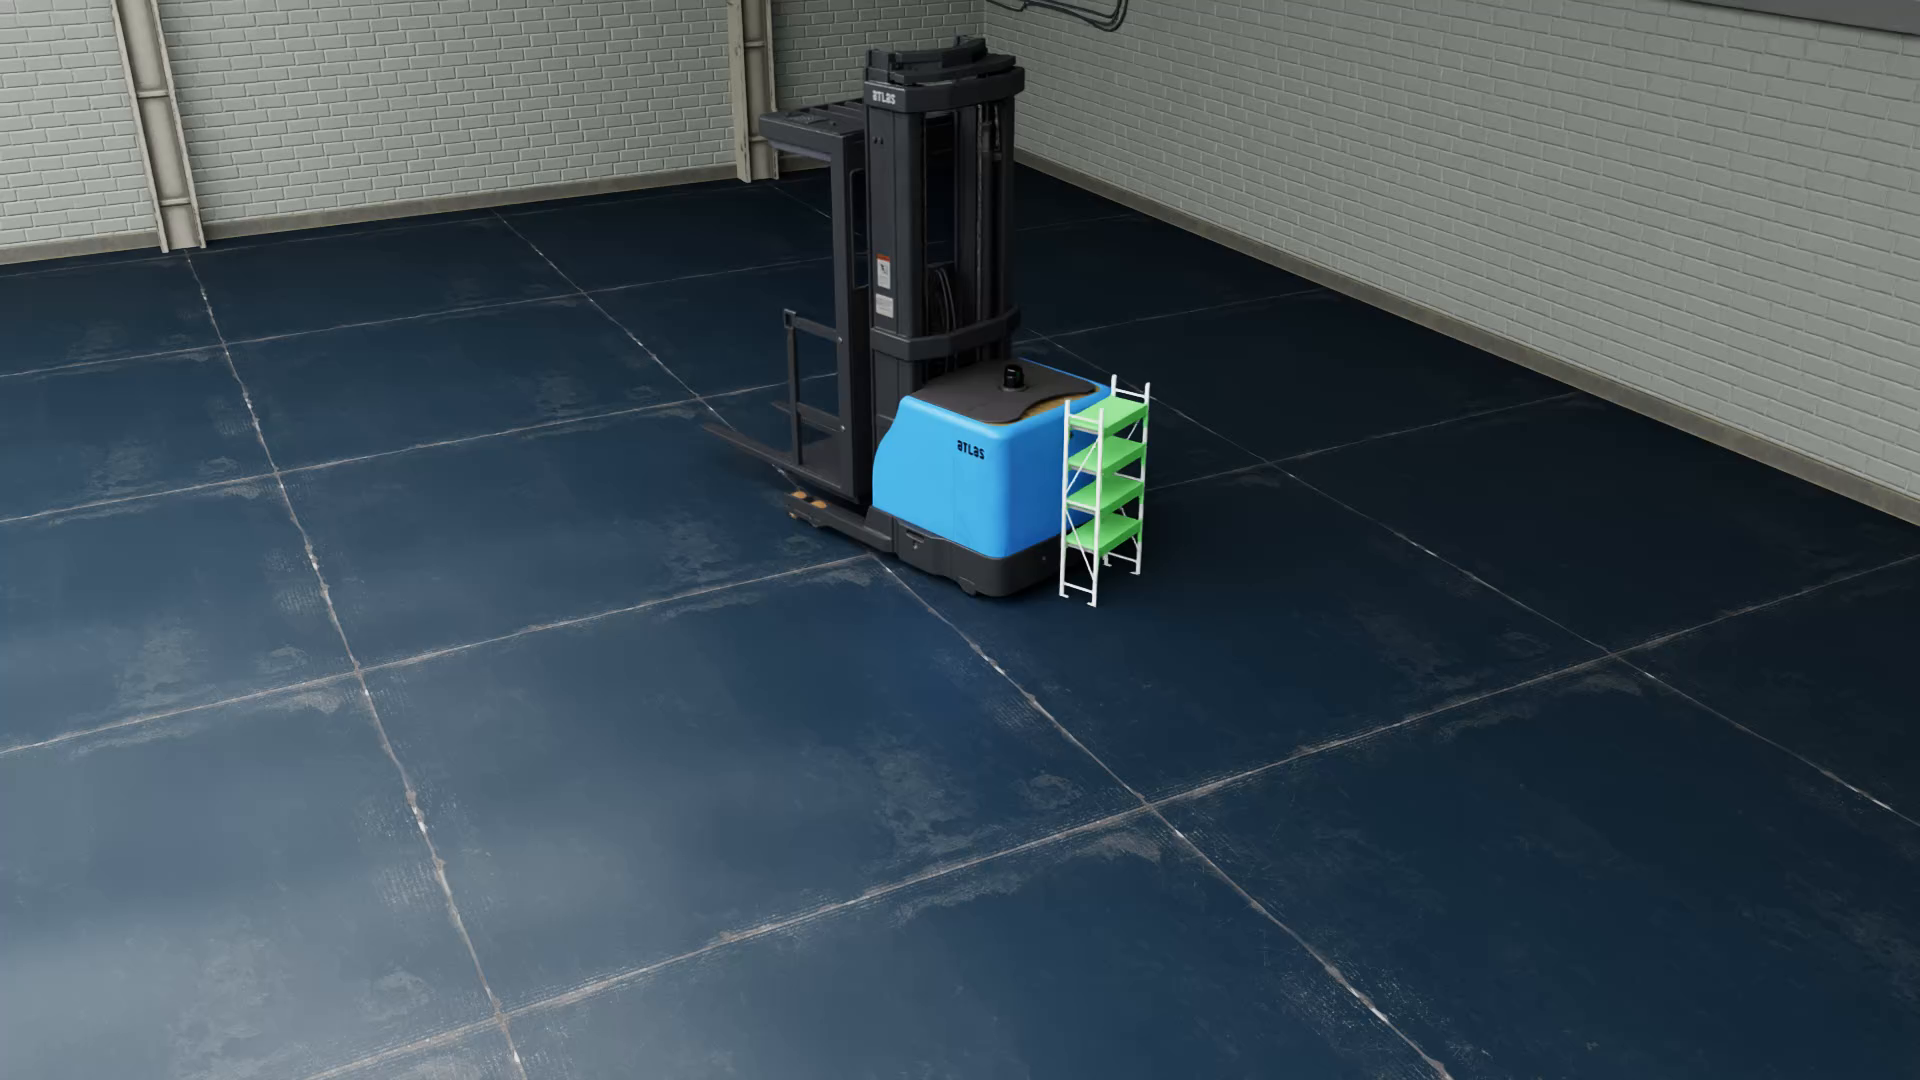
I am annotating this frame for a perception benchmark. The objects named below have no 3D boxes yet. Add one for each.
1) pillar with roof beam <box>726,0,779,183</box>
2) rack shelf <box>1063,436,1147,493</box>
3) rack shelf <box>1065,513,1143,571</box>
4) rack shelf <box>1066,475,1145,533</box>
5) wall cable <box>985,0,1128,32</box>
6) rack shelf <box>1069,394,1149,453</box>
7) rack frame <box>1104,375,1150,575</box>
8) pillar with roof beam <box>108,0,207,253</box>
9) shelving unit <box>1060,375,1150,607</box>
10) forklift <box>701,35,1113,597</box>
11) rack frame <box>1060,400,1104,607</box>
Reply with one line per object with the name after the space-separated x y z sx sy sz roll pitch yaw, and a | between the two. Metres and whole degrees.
-0.253 -6.498 13.387 0.400 9.000 9.100 -13 29 -25 | pillar with roof beam
0.819 -0.438 9.368 0.258 0.148 0.480 17 31 32 | rack shelf
0.820 -0.005 9.576 0.258 0.148 0.480 17 31 32 | rack shelf
0.819 -0.221 9.472 0.258 0.148 0.480 17 31 32 | rack shelf
0.943 -6.837 17.681 0.112 2.526 3.097 -13 29 -25 | wall cable
0.819 -0.654 9.264 0.258 0.148 0.480 17 31 32 | rack shelf
0.963 -0.364 9.622 0.240 1.200 0.015 17 31 32 | rack frame
-5.547 -5.276 10.842 0.400 9.000 9.100 -13 29 -25 | pillar with roof beam
0.819 -0.279 9.444 0.258 1.200 0.503 17 31 32 | shelving unit
-0.476 -1.540 10.072 1.130 2.935 3.031 -23 34 -39 | forklift
0.676 -0.193 9.266 0.240 1.200 0.015 17 31 32 | rack frame
